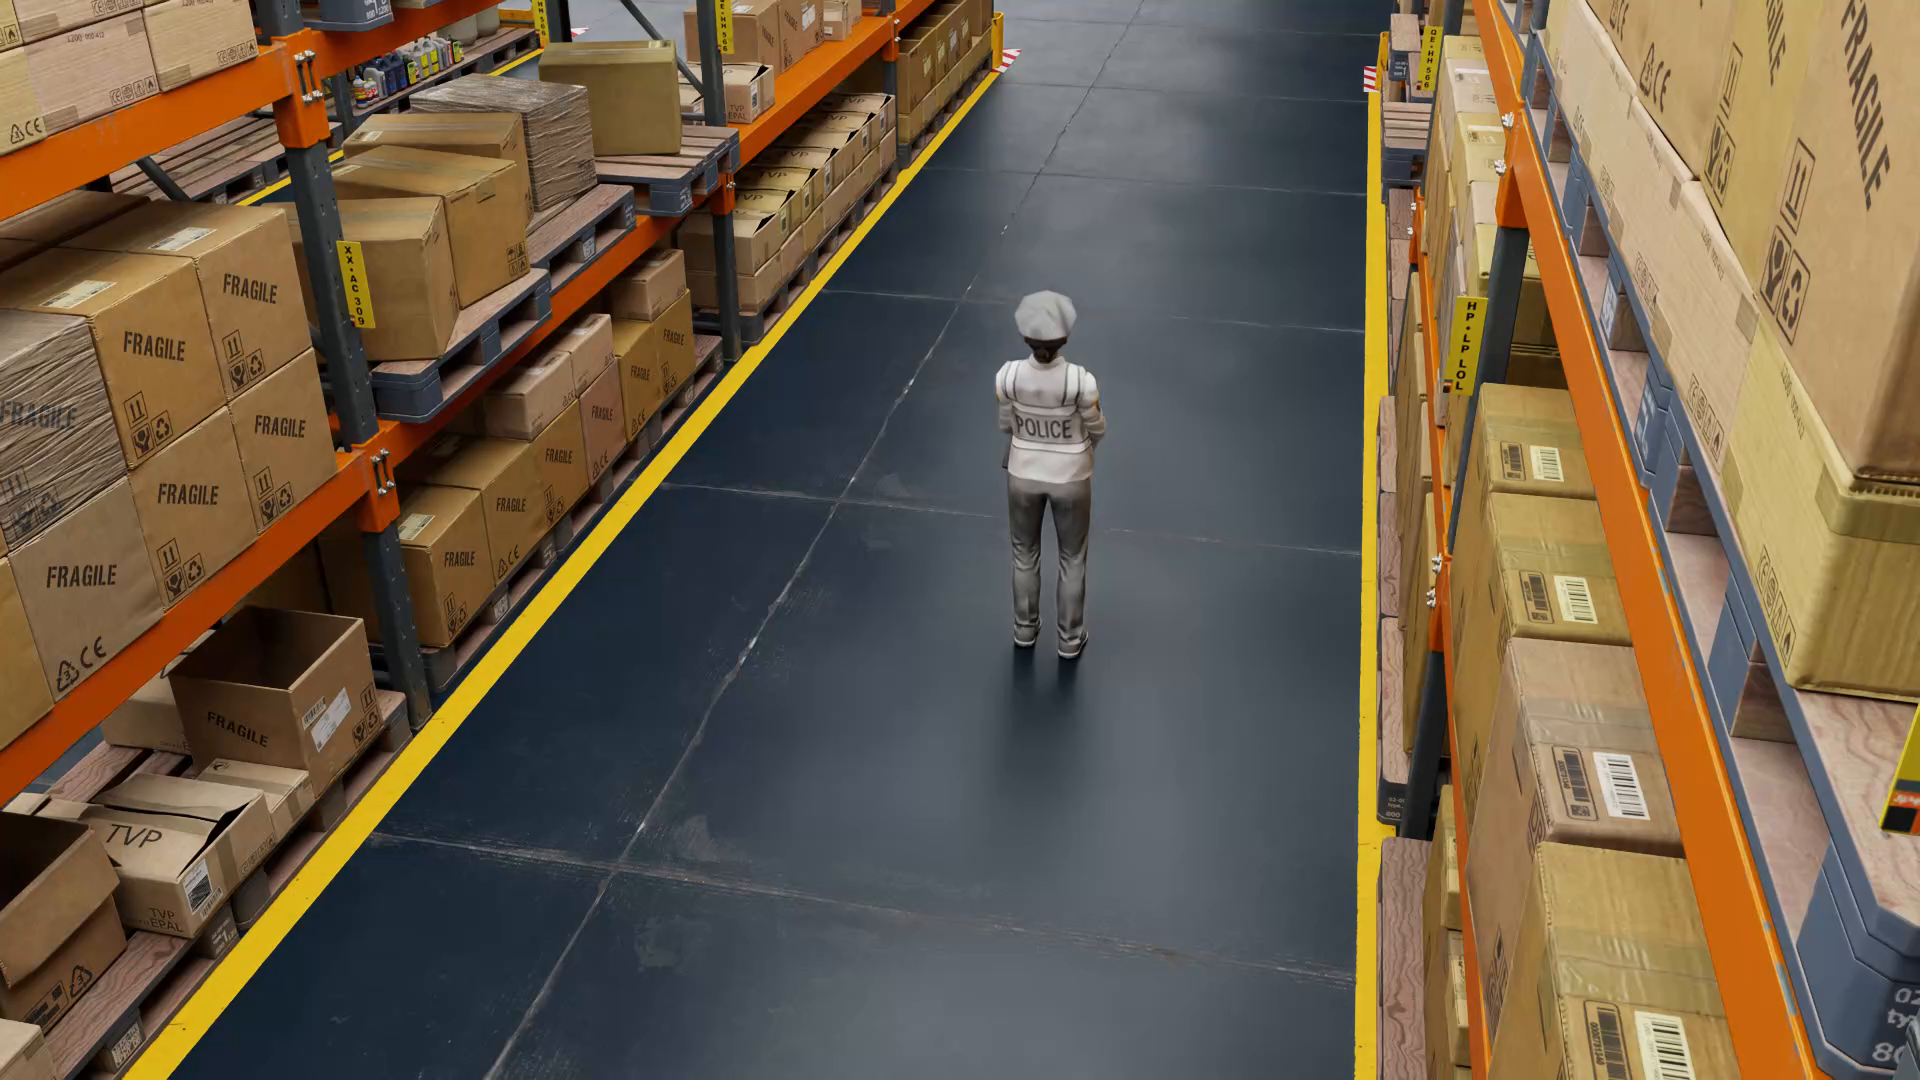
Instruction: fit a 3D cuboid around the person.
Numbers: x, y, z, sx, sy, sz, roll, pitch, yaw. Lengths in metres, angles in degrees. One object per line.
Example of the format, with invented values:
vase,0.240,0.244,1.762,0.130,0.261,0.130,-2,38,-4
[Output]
person,0.392,-0.295,7.132,0.459,1.686,0.563,6,30,11
